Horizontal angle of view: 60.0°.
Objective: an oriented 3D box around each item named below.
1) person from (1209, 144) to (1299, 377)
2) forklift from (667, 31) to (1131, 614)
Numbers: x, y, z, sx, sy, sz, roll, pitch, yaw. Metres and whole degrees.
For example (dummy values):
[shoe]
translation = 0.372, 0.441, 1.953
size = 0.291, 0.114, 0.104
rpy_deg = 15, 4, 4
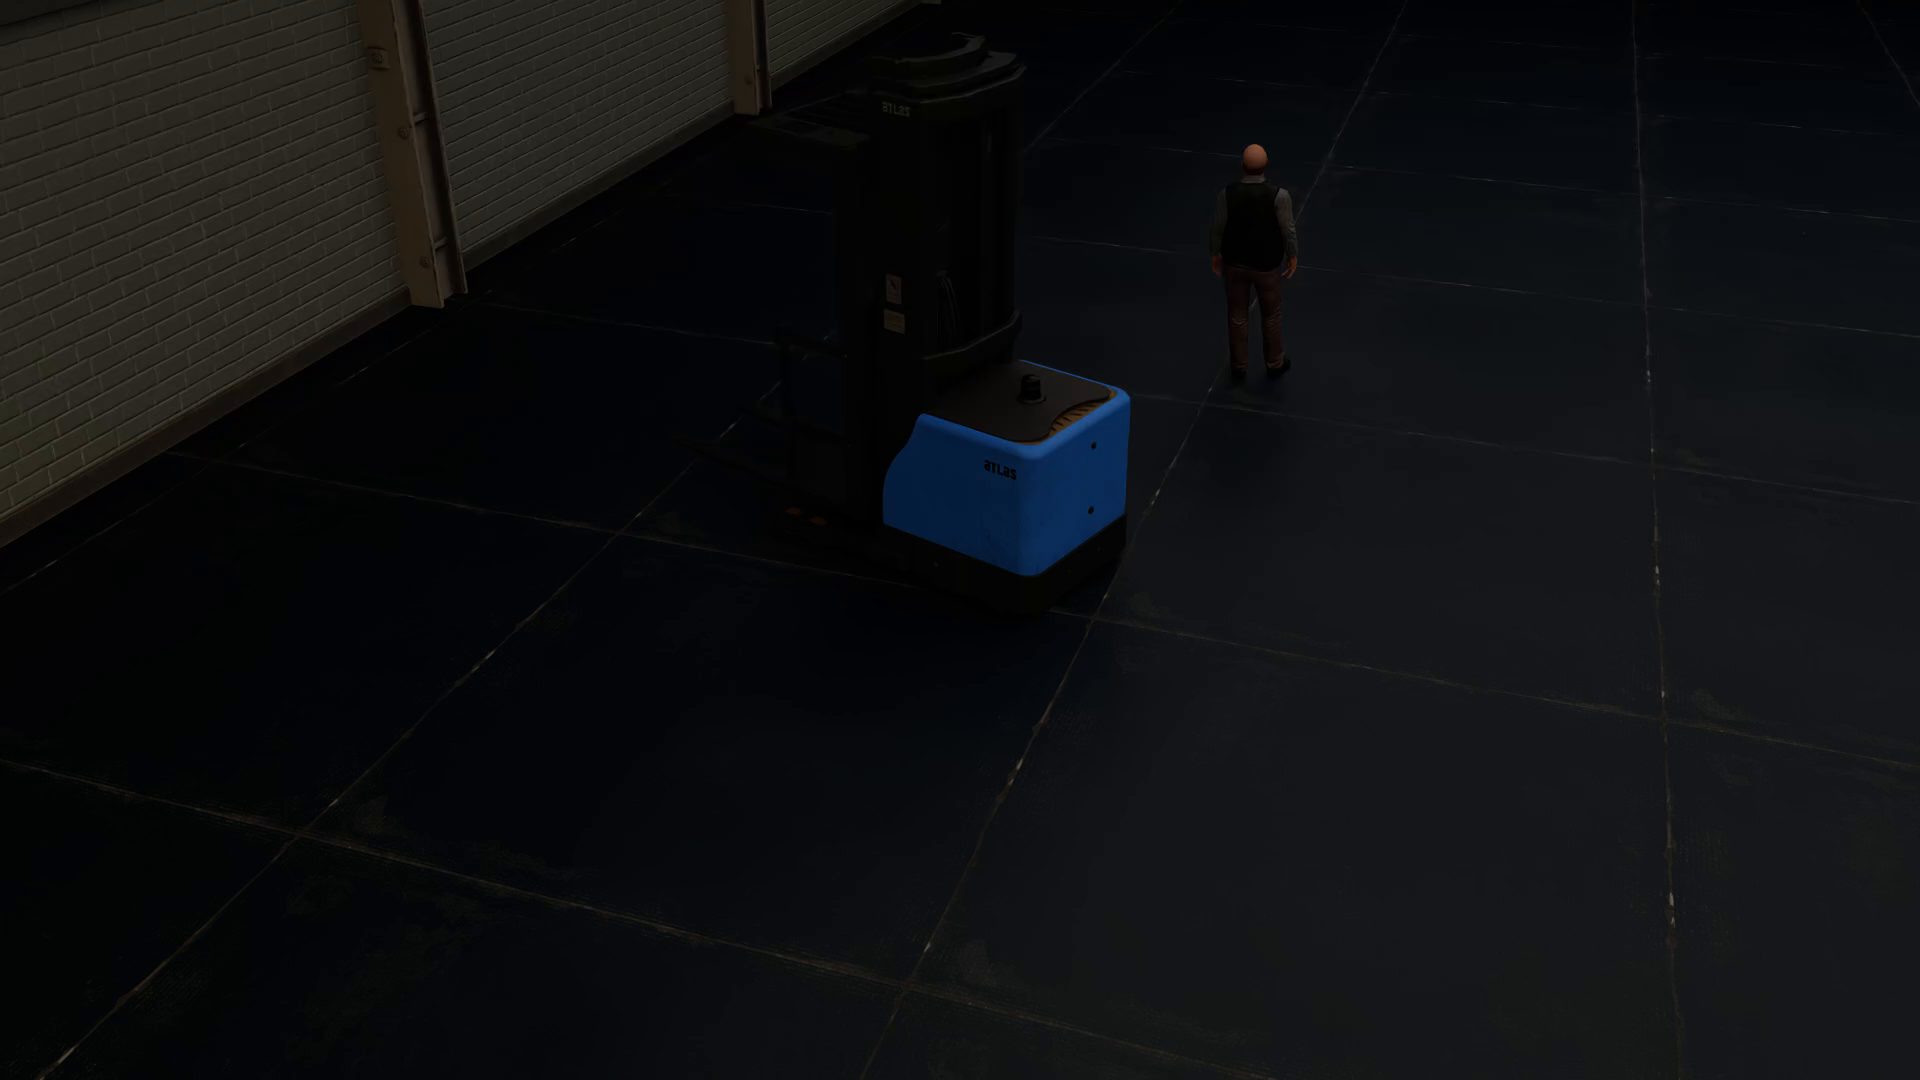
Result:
[person]
translation = 2.093, -1.991, 11.835
size = 0.632, 1.720, 0.569
rpy_deg = 9, 31, 16
[forklift]
translation = -0.500, -1.435, 9.654
size = 3.031, 2.935, 1.130
rpy_deg = 21, 36, 32
